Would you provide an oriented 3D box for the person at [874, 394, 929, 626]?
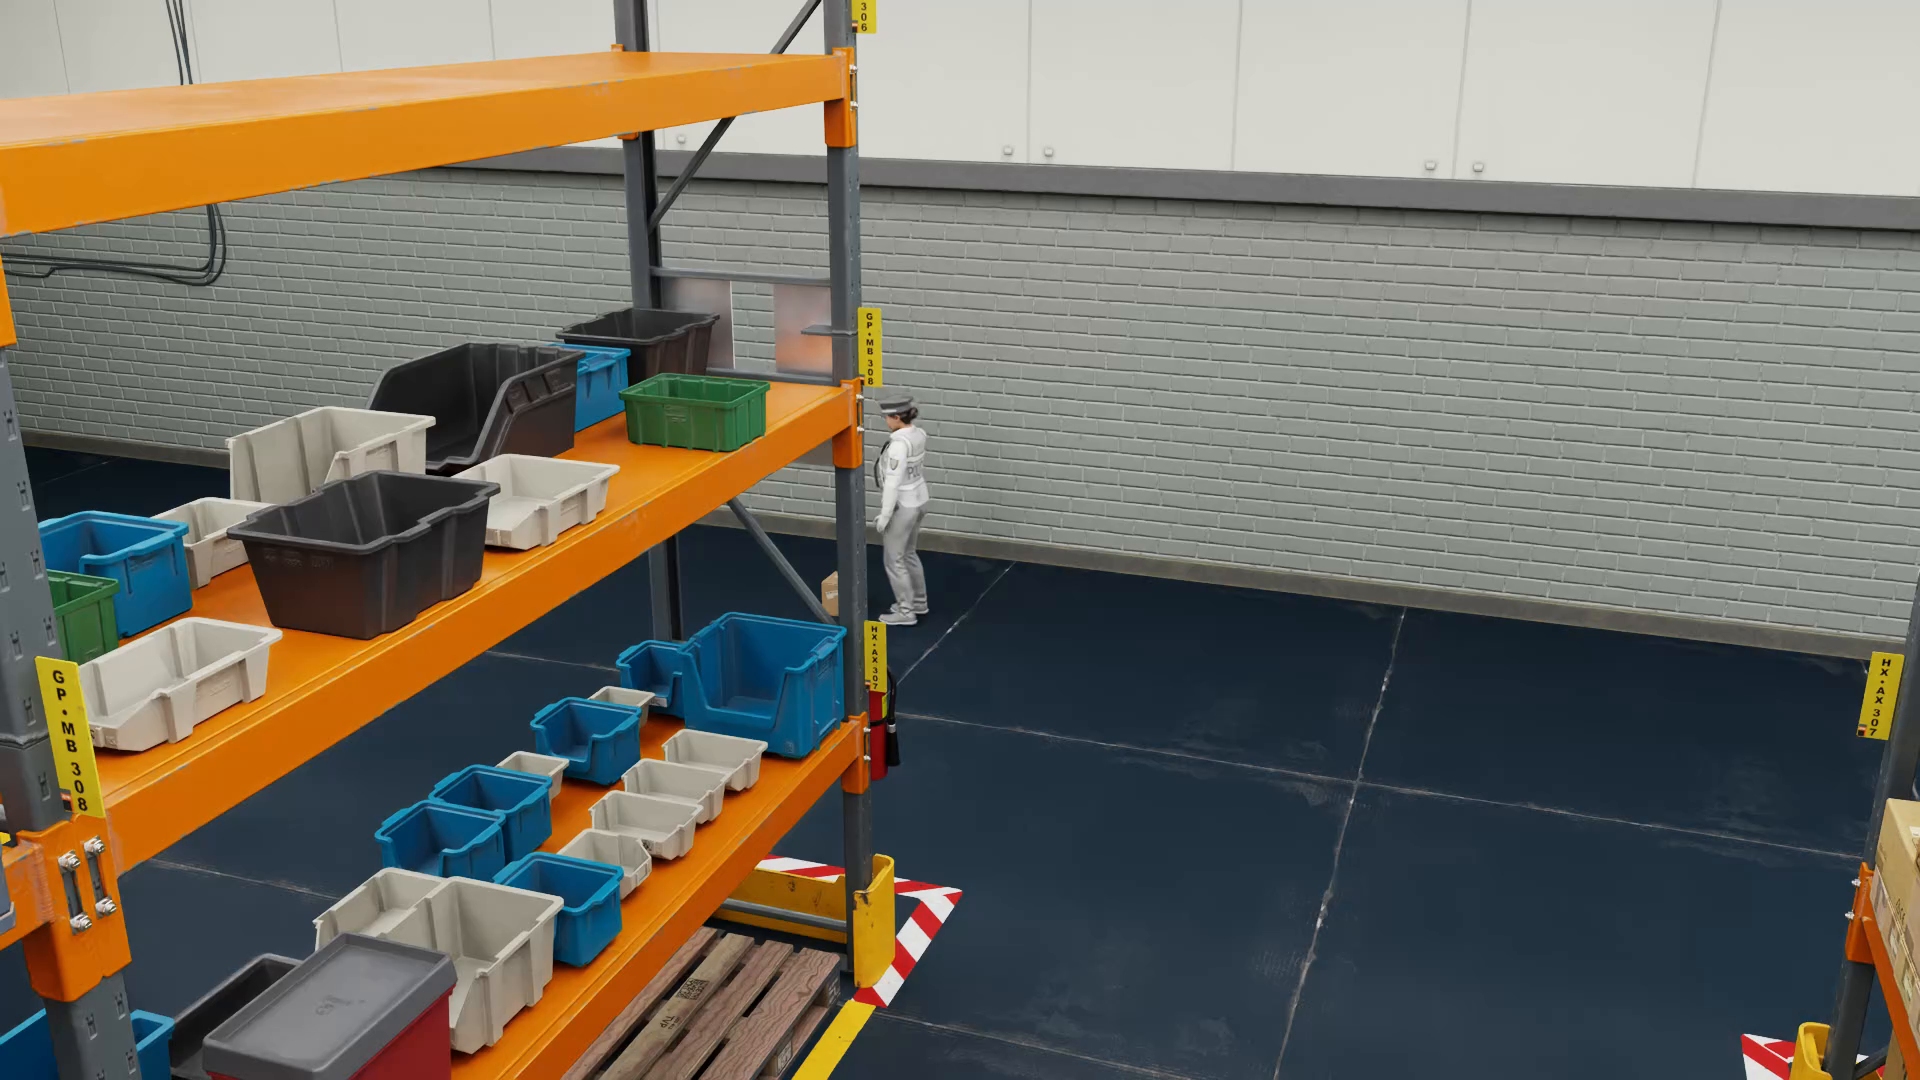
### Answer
[{"bbox_3d":[-0.405,-0.209,11.695,0.327,1.660,0.474,7,20,19],"label":"person"}]
